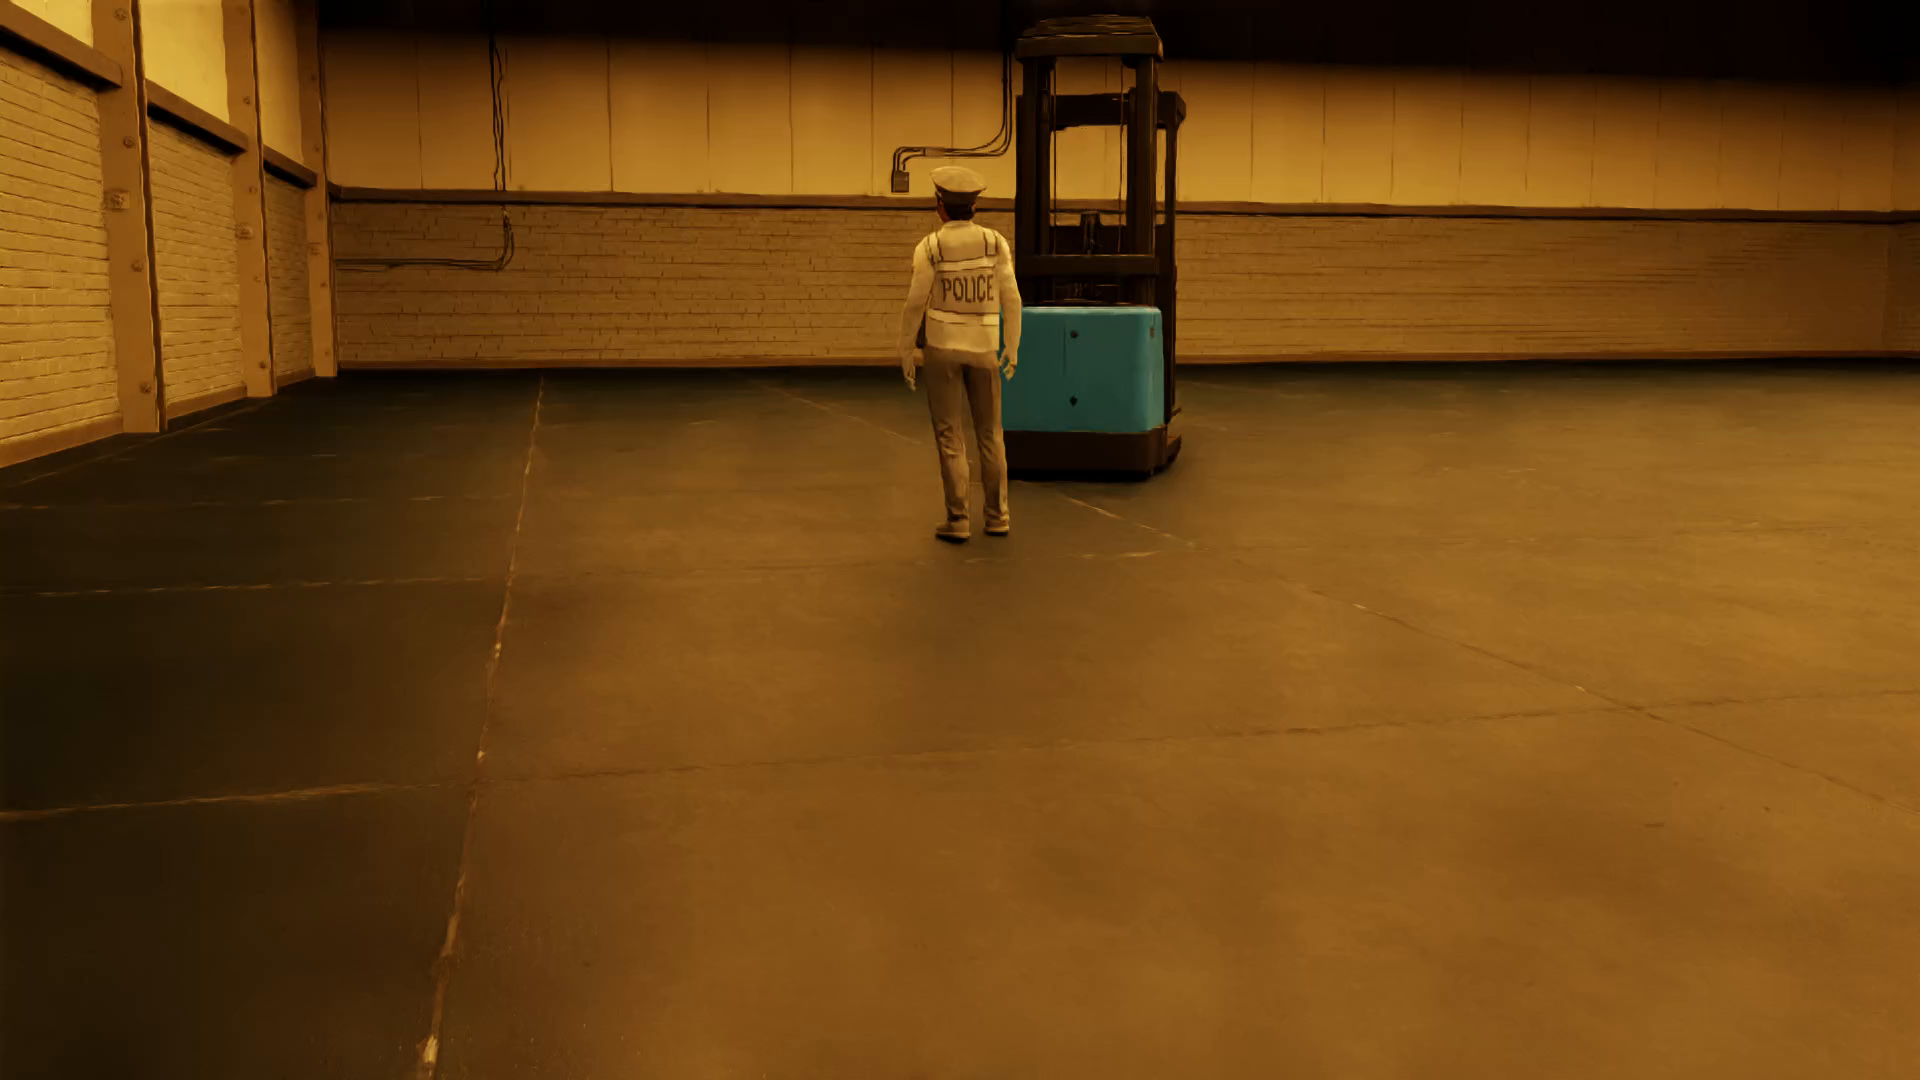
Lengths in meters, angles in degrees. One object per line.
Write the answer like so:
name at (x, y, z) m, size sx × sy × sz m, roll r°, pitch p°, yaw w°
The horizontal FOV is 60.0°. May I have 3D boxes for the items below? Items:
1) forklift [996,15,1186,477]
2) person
forklift at (0.972, -2.021, 11.570) m, size 1.130 × 2.935 × 3.031 m, roll 2°, pitch 8°, yaw 13°
person at (-0.009, -0.856, 7.655) m, size 0.586 × 1.695 × 0.532 m, roll -2°, pitch 8°, yaw -13°
